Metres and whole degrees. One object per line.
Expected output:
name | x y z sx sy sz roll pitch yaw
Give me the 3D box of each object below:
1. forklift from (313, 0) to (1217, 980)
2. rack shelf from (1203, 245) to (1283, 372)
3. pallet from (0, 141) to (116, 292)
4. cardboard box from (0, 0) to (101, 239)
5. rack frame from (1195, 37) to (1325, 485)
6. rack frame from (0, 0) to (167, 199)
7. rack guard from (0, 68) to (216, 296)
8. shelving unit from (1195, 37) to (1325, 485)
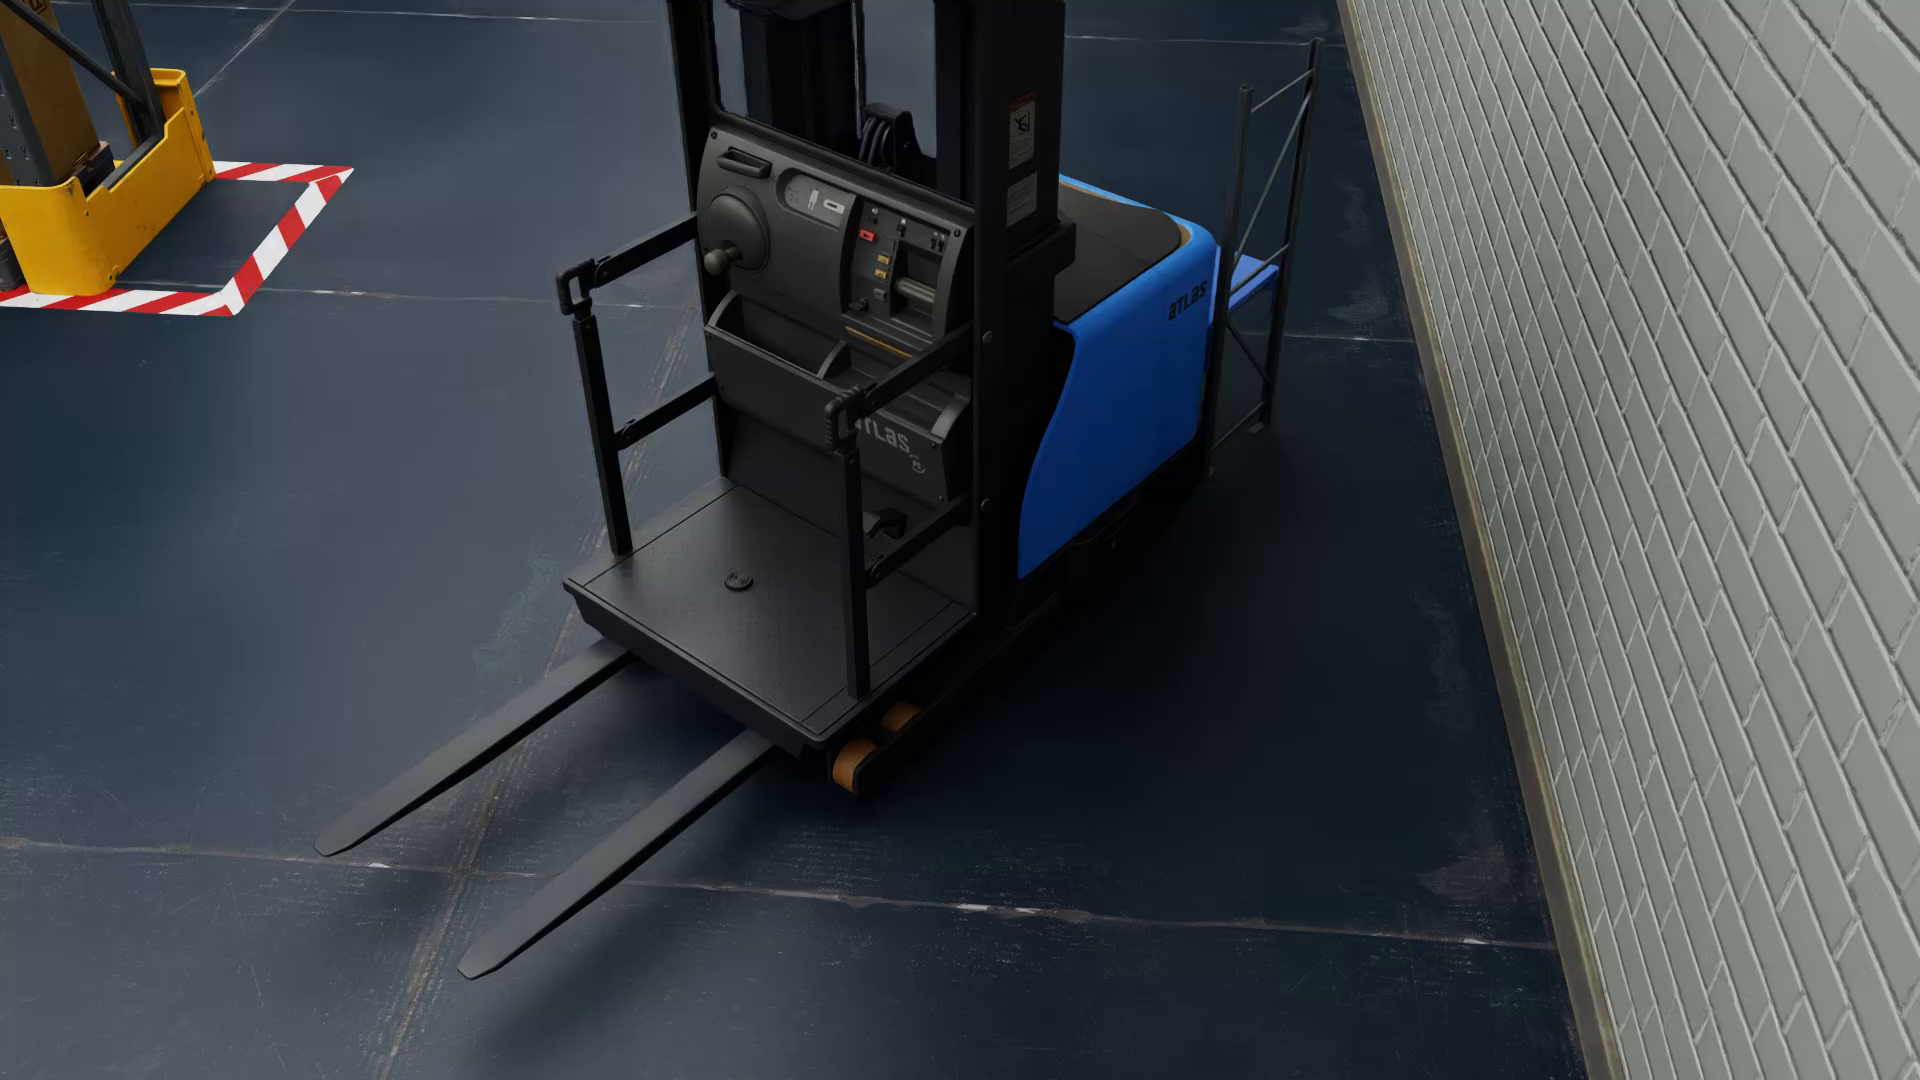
forklift | -0.495 -0.757 4.358 1.130 2.935 3.031 27 47 30
rack shelf | 0.608 -0.966 6.033 1.000 0.185 0.538 26 46 28
pallet | -4.565 -1.478 7.399 1.213 0.211 1.003 3 39 4
cardboard box | -4.406 -1.889 7.045 0.875 0.875 0.875 3 39 4
rack frame | 1.011 -0.910 5.680 0.032 1.500 0.500 26 46 28
rack frame | -3.761 -2.566 6.526 0.127 3.000 1.000 3 39 4
rack guard | -3.737 -1.595 7.313 0.348 0.500 1.175 3 39 4
shelving unit | 0.608 -1.105 5.920 1.048 1.500 0.538 26 46 28
